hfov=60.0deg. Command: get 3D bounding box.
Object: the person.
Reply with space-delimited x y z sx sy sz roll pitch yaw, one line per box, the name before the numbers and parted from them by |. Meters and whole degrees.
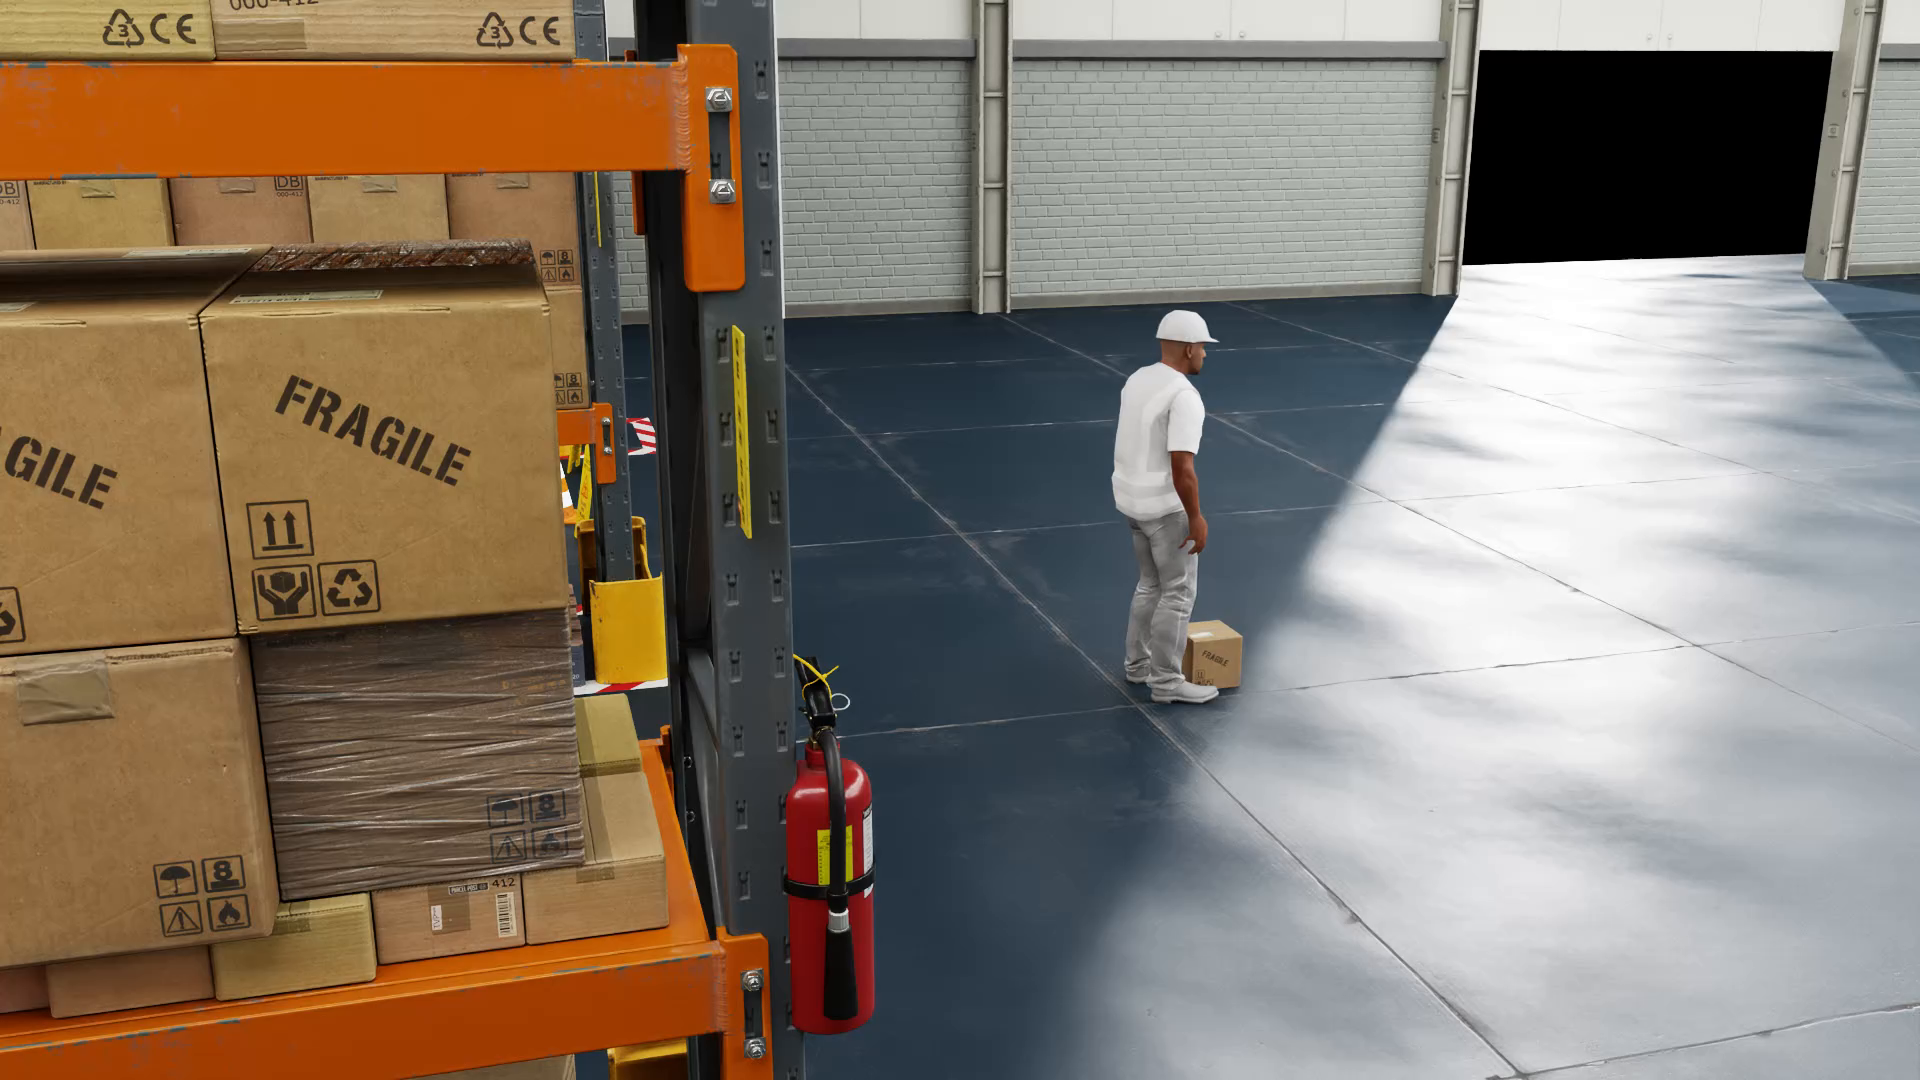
person | 0.940 -0.161 7.567 0.461 1.759 0.628 -5 17 -18
